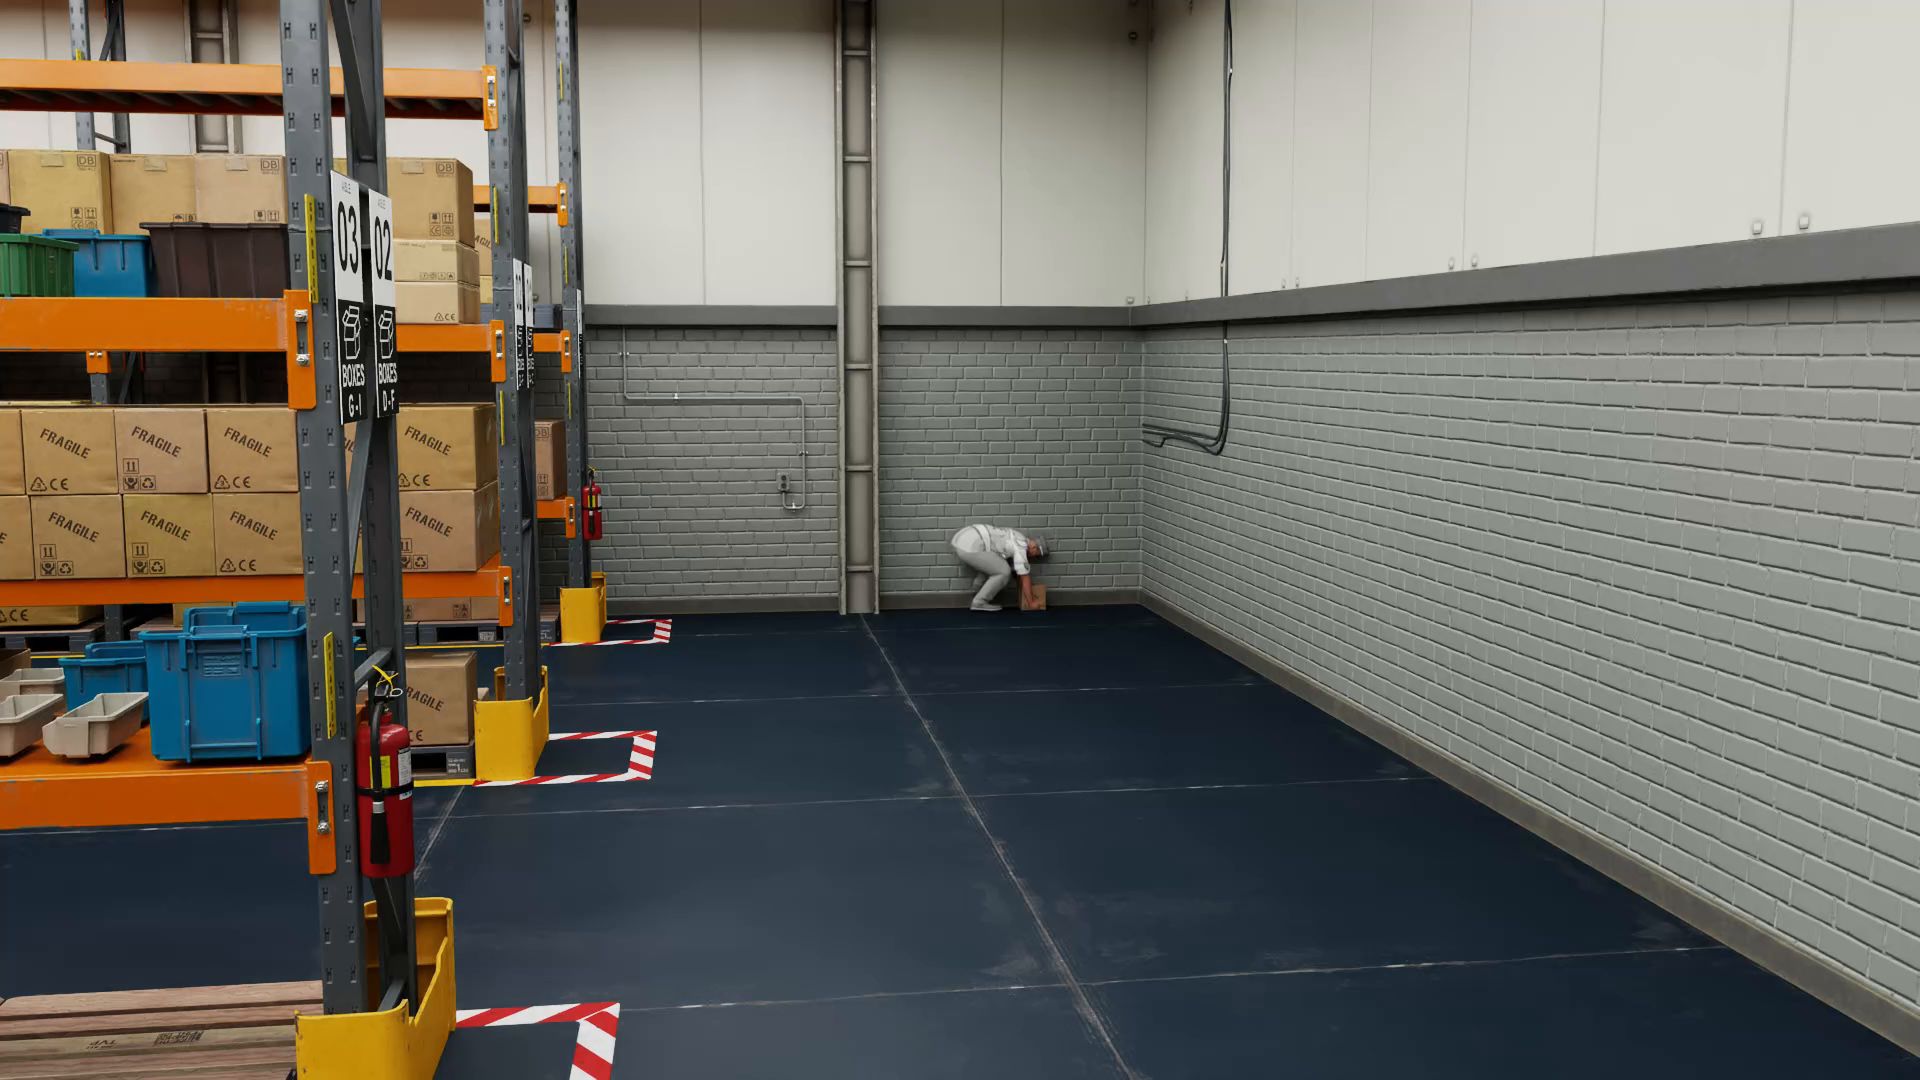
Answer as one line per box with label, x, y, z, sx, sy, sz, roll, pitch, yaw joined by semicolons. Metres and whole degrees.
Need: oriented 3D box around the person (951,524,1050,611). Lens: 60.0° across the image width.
person;0.428;0.281;17.136;1.026;0.901;0.542;-1;7;-11
